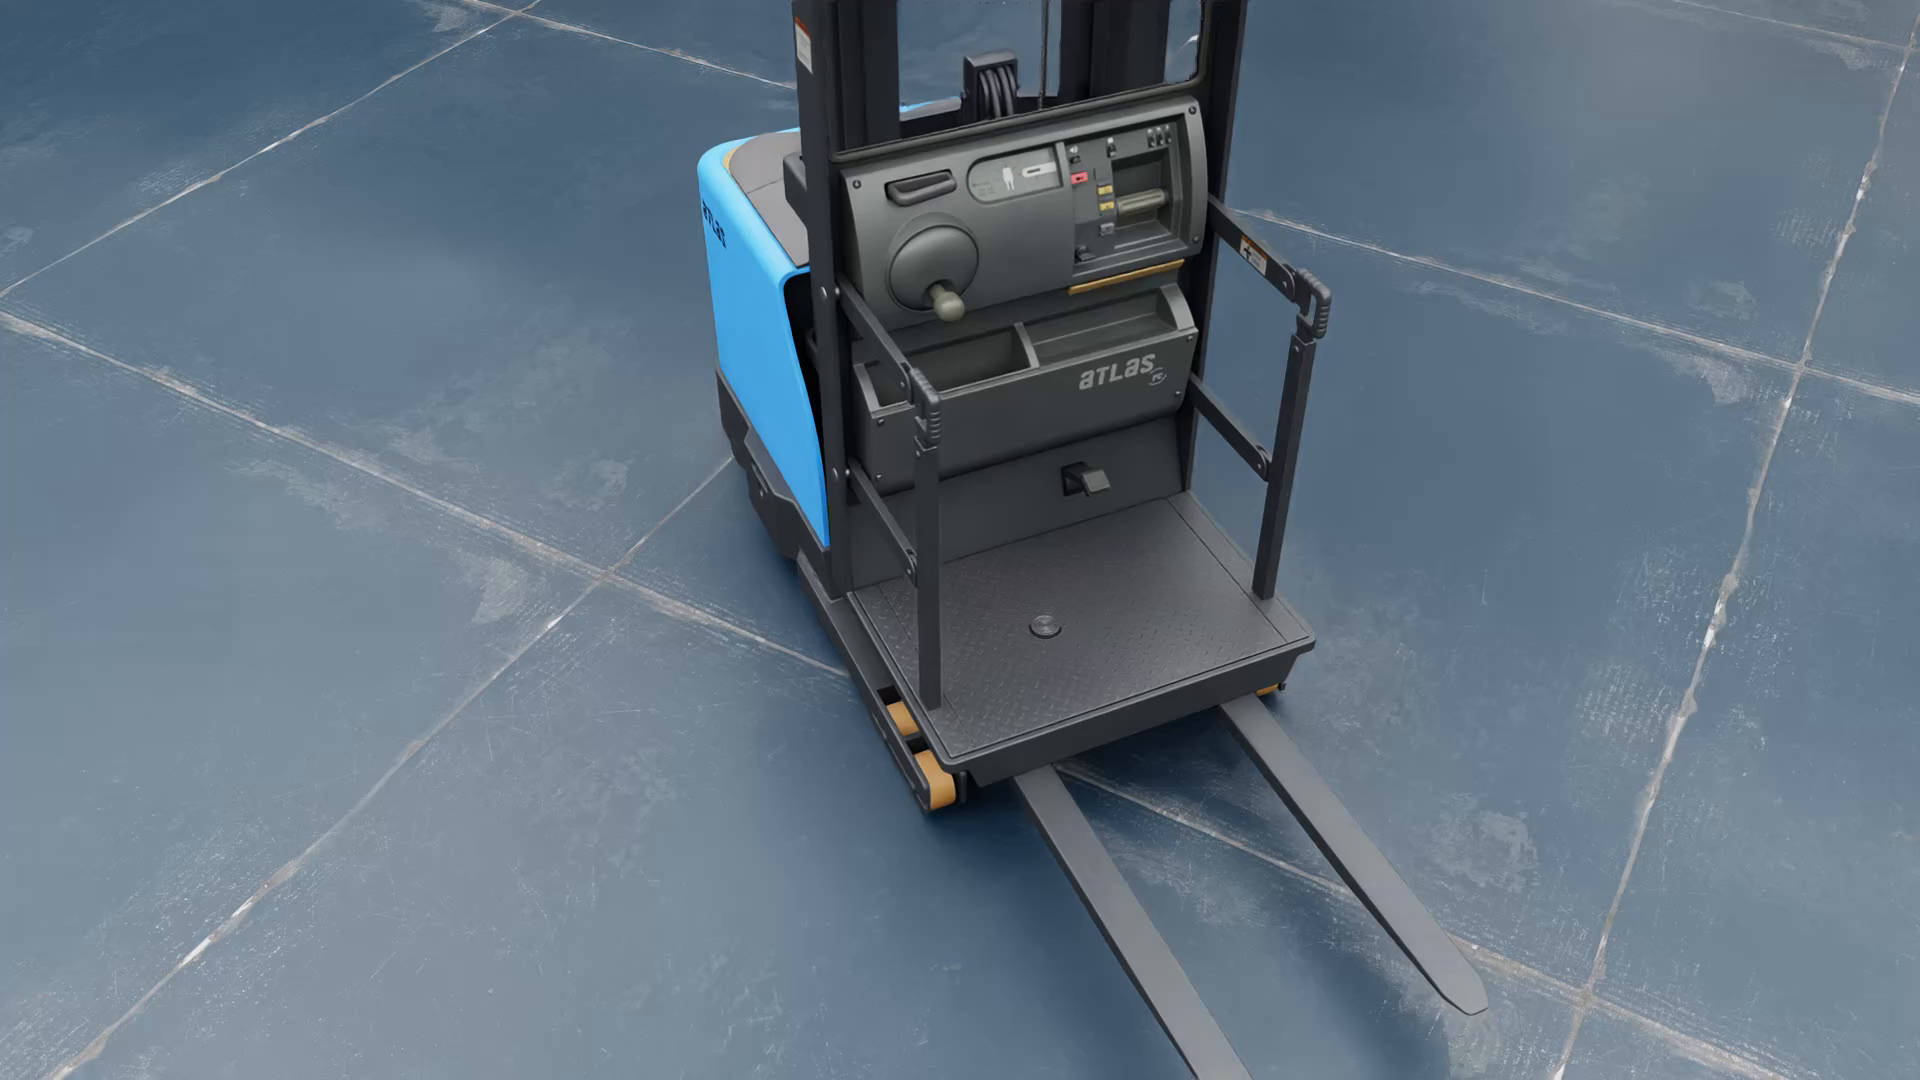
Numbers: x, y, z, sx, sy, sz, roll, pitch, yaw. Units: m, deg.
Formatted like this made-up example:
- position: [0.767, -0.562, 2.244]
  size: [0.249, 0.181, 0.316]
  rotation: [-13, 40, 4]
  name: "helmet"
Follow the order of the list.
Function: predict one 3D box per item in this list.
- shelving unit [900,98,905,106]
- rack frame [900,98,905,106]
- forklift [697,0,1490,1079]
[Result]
- position: [-0.330, -1.015, 5.607]
  size: [0.252, 1.050, 0.215]
  rotation: [-17, 44, -18]
  name: "shelving unit"
- position: [-0.219, -1.048, 5.645]
  size: [0.008, 1.050, 0.200]
  rotation: [-17, 44, -18]
  name: "rack frame"
- position: [0.265, -0.710, 3.838]
  size: [1.130, 2.935, 3.031]
  rotation: [-17, 44, -18]
  name: "forklift"
